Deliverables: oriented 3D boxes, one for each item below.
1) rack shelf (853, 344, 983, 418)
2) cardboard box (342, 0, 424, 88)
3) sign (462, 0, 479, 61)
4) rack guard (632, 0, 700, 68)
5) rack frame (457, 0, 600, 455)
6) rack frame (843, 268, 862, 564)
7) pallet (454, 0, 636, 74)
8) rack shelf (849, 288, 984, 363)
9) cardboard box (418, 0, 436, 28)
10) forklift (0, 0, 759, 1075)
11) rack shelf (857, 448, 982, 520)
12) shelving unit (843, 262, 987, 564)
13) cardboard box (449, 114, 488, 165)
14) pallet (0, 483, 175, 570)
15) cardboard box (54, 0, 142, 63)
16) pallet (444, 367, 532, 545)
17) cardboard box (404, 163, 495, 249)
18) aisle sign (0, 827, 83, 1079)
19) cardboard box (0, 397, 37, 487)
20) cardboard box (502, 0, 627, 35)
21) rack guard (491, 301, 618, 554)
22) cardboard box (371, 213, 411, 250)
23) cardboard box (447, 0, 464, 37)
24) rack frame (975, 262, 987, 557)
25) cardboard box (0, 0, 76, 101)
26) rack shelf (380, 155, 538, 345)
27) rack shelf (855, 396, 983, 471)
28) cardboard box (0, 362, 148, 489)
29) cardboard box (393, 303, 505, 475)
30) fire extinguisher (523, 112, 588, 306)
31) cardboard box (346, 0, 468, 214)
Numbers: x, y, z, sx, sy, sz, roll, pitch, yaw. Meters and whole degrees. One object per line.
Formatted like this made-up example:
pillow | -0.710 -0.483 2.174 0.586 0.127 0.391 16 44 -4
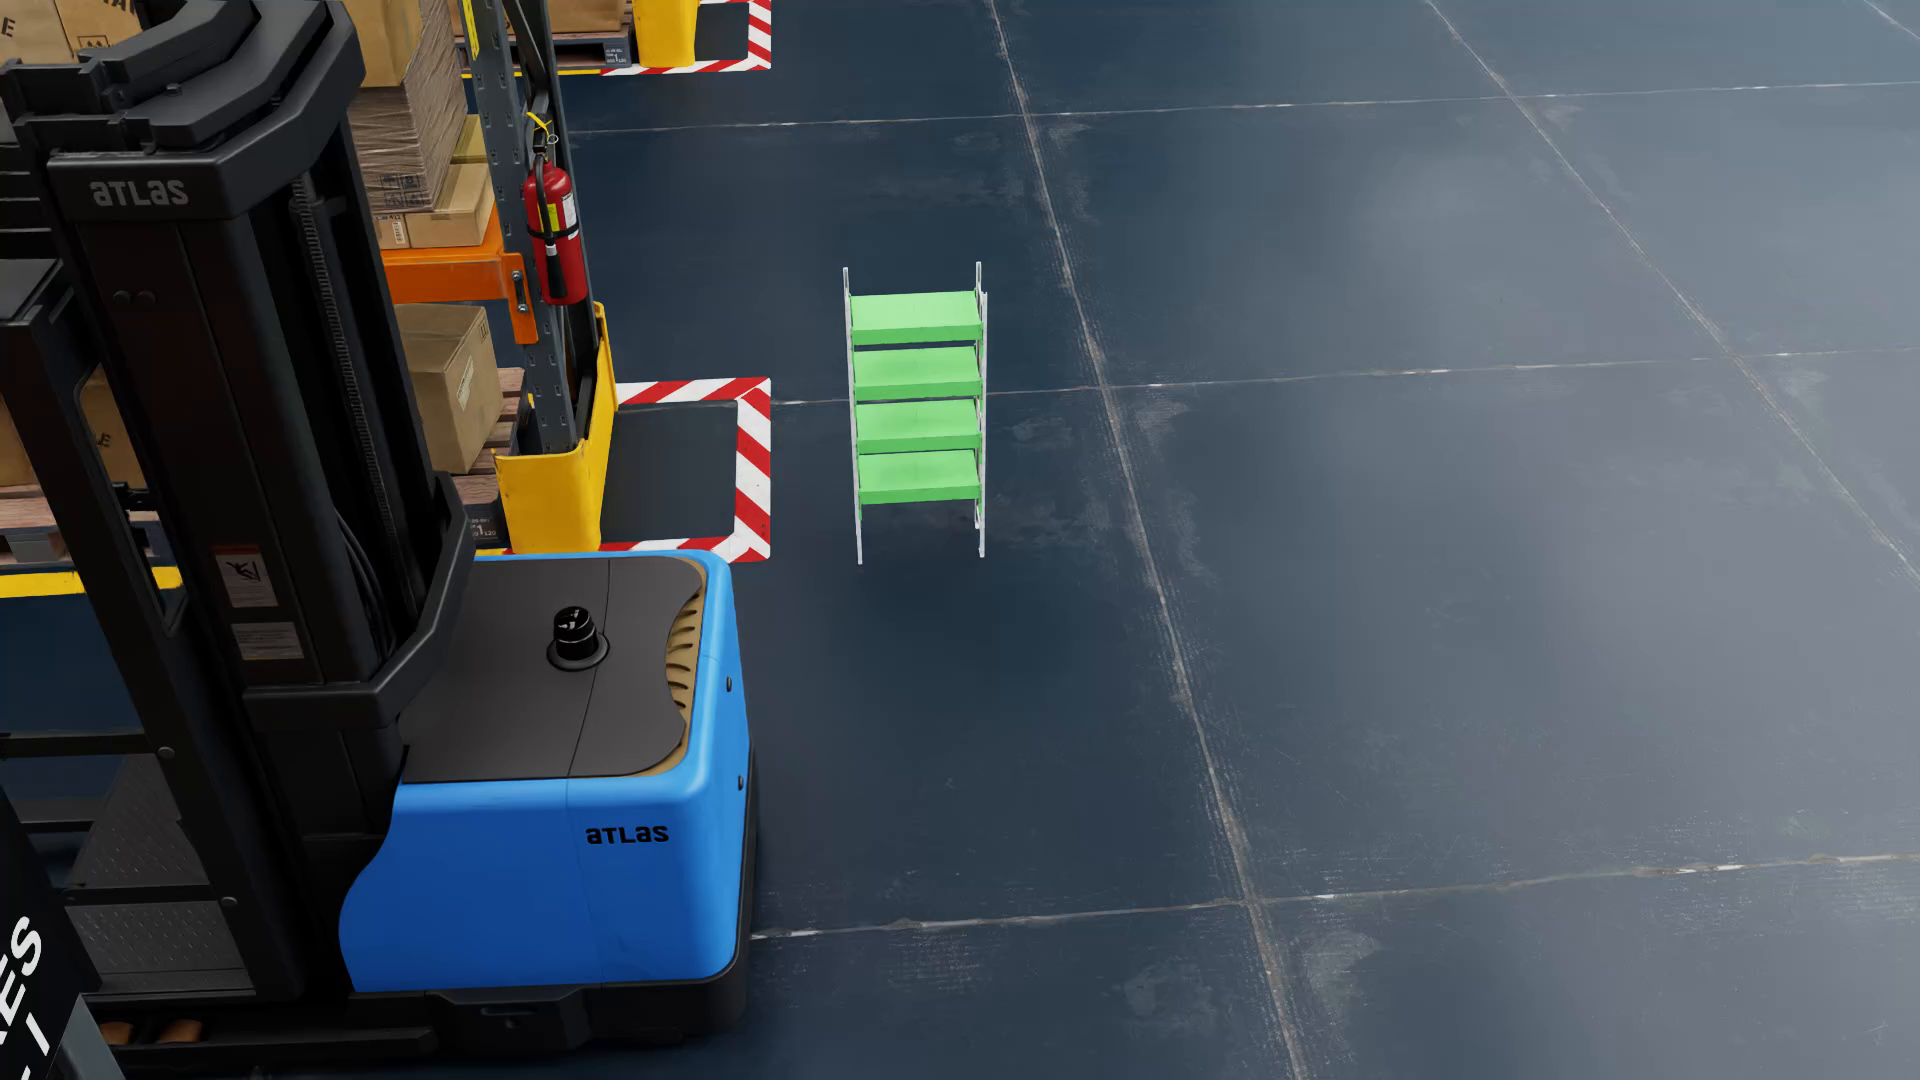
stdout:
rack shelf | -0.165 -0.600 6.258 0.480 0.148 0.258 -3 38 -4
cardboard box | -2.124 -1.833 5.523 0.500 0.500 0.500 -3 38 -4
sign | -1.568 -1.702 5.295 0.005 0.325 0.100 -3 38 -4
rack guard | -1.912 -3.553 10.849 0.348 0.500 1.175 -3 38 -4
rack frame | -1.598 -1.467 6.187 0.127 3.000 1.000 -3 38 -4
rack frame | -0.408 -0.449 6.350 0.015 1.200 0.240 -3 38 -4
pallet | -2.726 -3.346 10.820 1.213 0.211 1.003 -3 38 -4
rack shelf | -0.165 -0.789 6.109 0.480 0.148 0.258 -3 38 -4
cardboard box | -2.170 -2.153 5.929 0.500 0.500 0.500 -3 38 -4
forklift | -2.166 0.055 4.314 3.031 2.935 1.130 -2 38 -2
rack shelf | -0.165 -0.223 6.555 0.480 0.148 0.258 -3 38 -4
shelving unit | -0.165 -0.462 6.367 0.503 1.200 0.258 -3 38 -4
cardboard box | -1.903 -1.500 6.432 0.250 0.149 0.380 -3 38 -4
pallet | -3.698 -0.280 6.935 1.213 0.211 1.003 -3 38 -4
cardboard box | -2.621 -1.802 5.484 0.500 0.500 0.500 -3 38 -4
pallet | -2.486 -0.345 7.017 1.213 0.211 1.003 -3 38 -4
cardboard box | -1.863 -1.225 6.084 0.250 0.149 0.380 -3 38 -4
aisle sign | -1.113 0.384 1.743 0.004 0.787 0.394 -3 38 -4
cardboard box | -3.999 -0.547 6.700 0.500 0.500 0.500 -6 39 -8
cardboard box | -2.606 -3.785 10.502 0.875 0.875 0.875 -3 38 -4
rack guard | -1.673 -0.481 6.956 0.348 0.500 1.175 -3 38 -4
cardboard box | -2.112 -1.212 6.067 0.250 0.149 0.380 -3 38 -4
cardboard box | -3.482 -3.736 10.439 0.875 0.875 0.875 -4 38 -5
rack frame | 0.078 -0.475 6.384 0.015 1.200 0.240 -3 38 -4
cardboard box | -3.119 -1.776 5.451 0.500 0.500 0.500 -3 38 -4
rack shelf | -3.590 -1.075 6.271 4.000 0.370 1.077 -3 38 -4
rack shelf | -0.165 -0.412 6.406 0.480 0.148 0.258 -3 38 -4
cardboard box | -3.439 -0.550 6.704 0.500 0.500 0.500 0 38 0
cardboard box | -2.221 -0.626 6.801 0.500 0.500 0.500 4 38 4
fire extinguisher | -1.443 -1.158 5.859 0.183 0.674 0.296 -3 38 -4
cardboard box | -2.148 -1.609 6.047 0.500 0.500 0.875 -3 38 -4
